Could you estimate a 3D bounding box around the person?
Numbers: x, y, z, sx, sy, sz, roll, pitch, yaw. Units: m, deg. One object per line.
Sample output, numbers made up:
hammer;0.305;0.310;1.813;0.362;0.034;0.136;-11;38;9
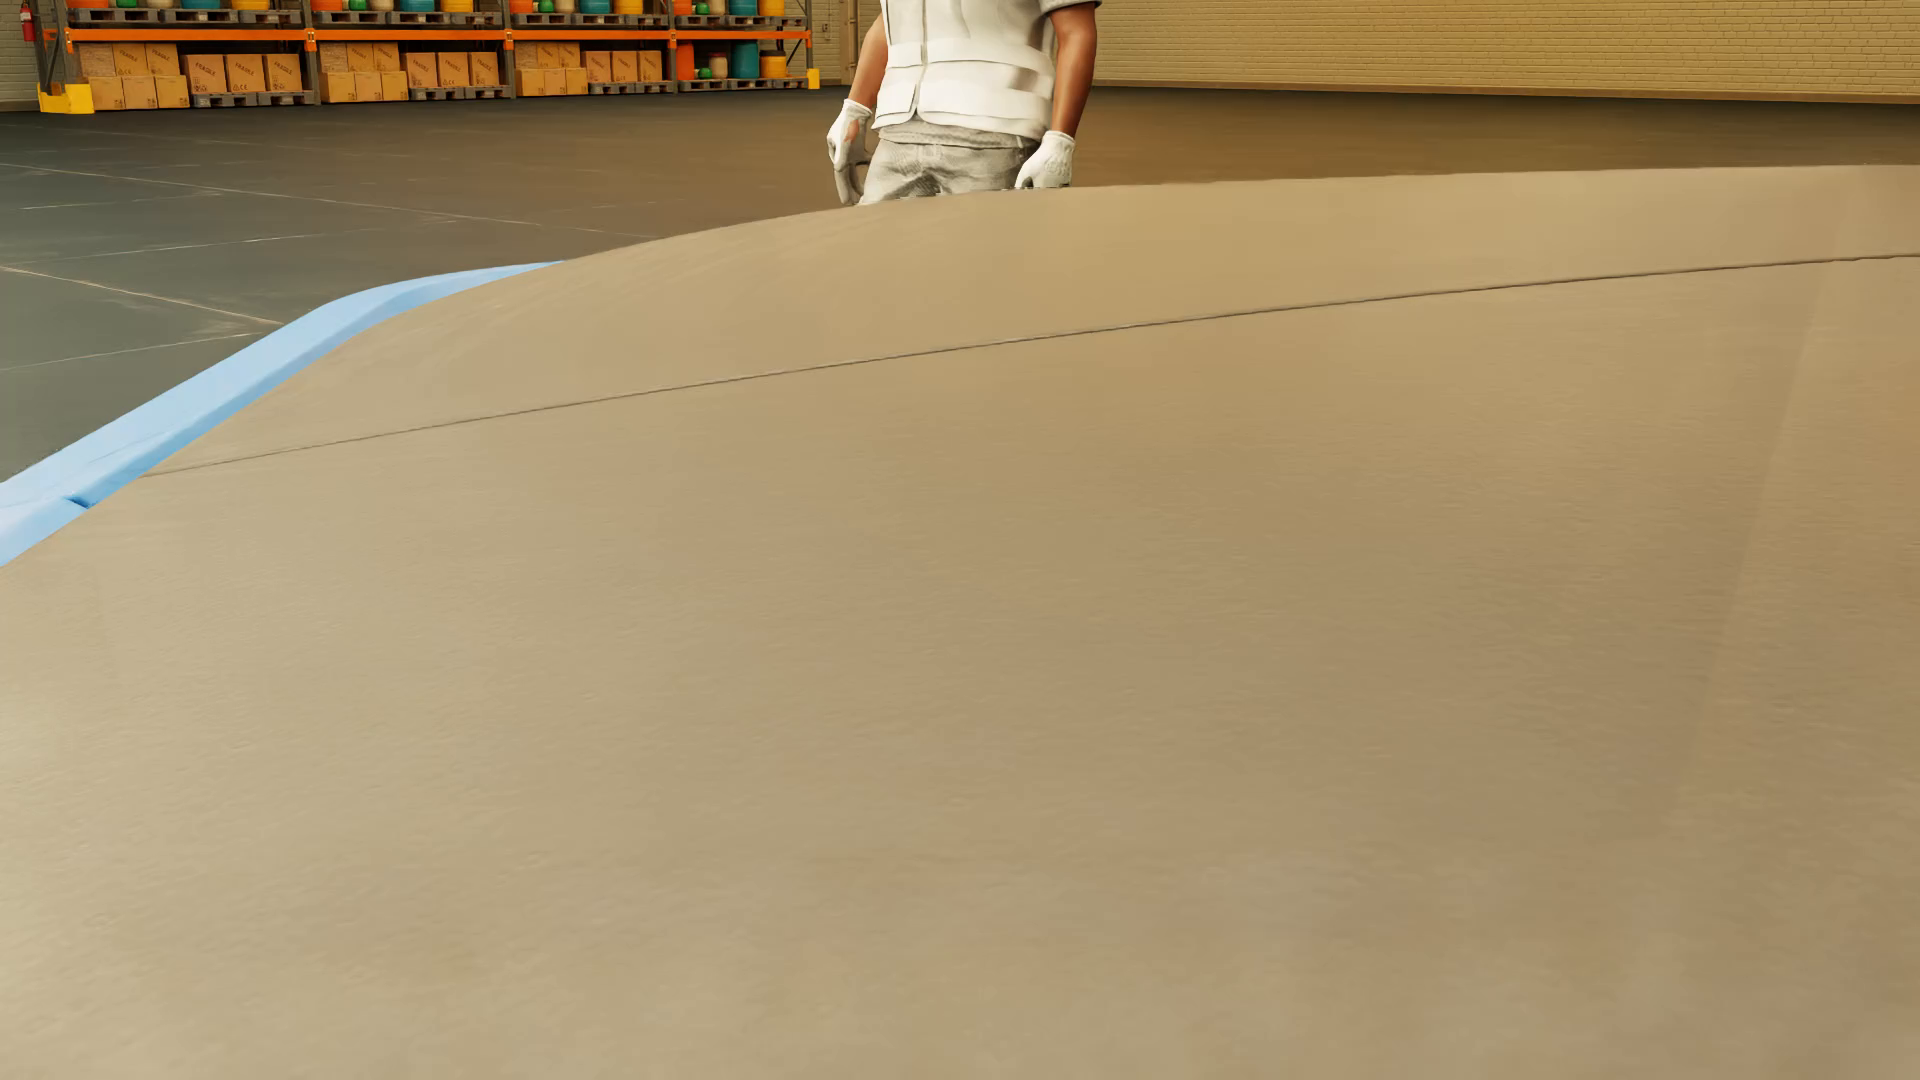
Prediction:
person;-0.053;-0.846;3.632;0.657;1.785;0.575;13;21;37
